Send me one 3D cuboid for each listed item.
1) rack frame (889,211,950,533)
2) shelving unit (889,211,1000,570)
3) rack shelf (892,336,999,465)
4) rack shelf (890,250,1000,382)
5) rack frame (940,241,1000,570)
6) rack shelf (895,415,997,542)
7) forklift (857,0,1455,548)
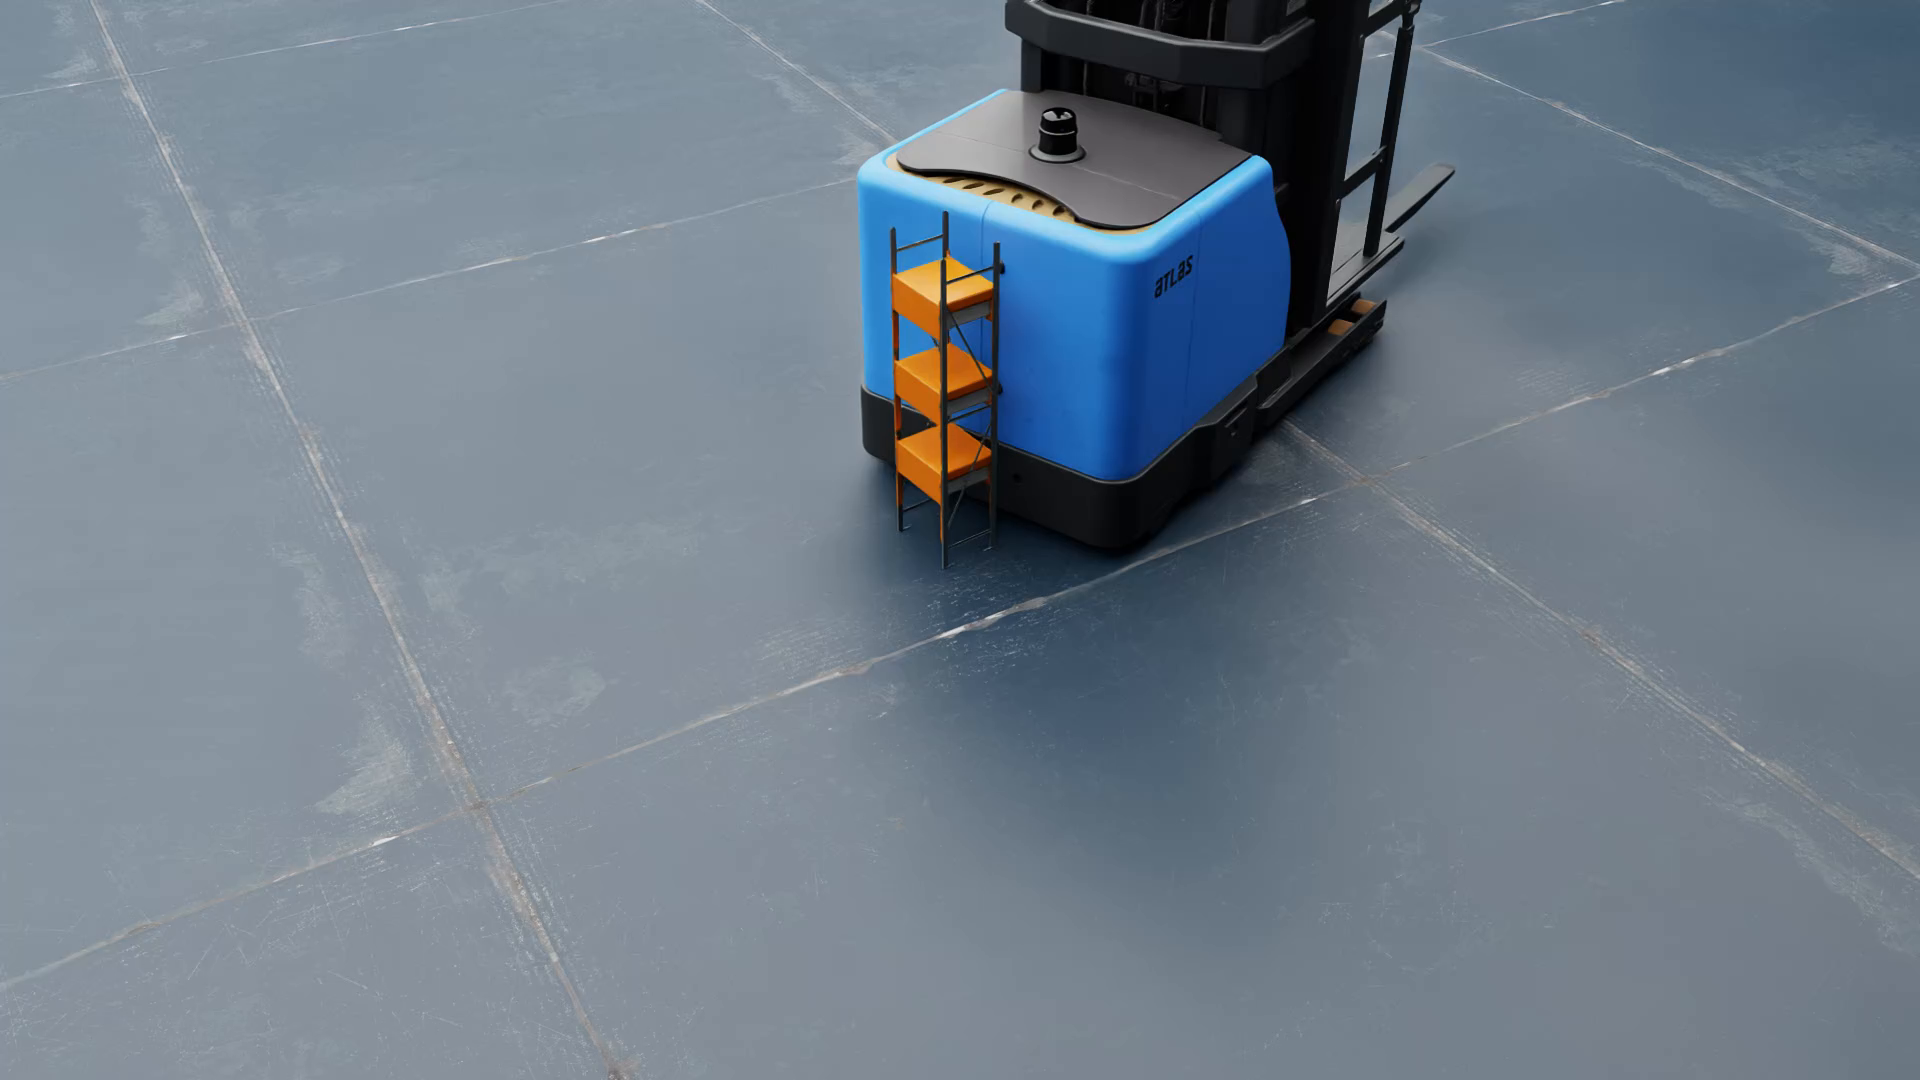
[{"bbox_3d":[-0.115,-0.483,5.021,0.200,1.050,0.008,-23,42,-28],"label":"rack frame"},{"bbox_3d":[-0.044,-0.425,4.942,0.215,1.050,0.252,-23,42,-28],"label":"shelving unit"},{"bbox_3d":[-0.044,-0.416,4.948,0.215,0.259,0.240,-23,42,-28],"label":"rack shelf"},{"bbox_3d":[-0.044,-0.646,4.781,0.215,0.259,0.240,-23,42,-28],"label":"rack shelf"},{"bbox_3d":[0.028,-0.367,4.862,0.200,1.050,0.008,-23,42,-28],"label":"rack frame"},{"bbox_3d":[-0.044,-0.192,5.112,0.215,0.259,0.240,-23,42,-28],"label":"rack shelf"},{"bbox_3d":[0.943,-1.980,5.476,1.130,2.935,3.031,23,42,28],"label":"forklift"}]
